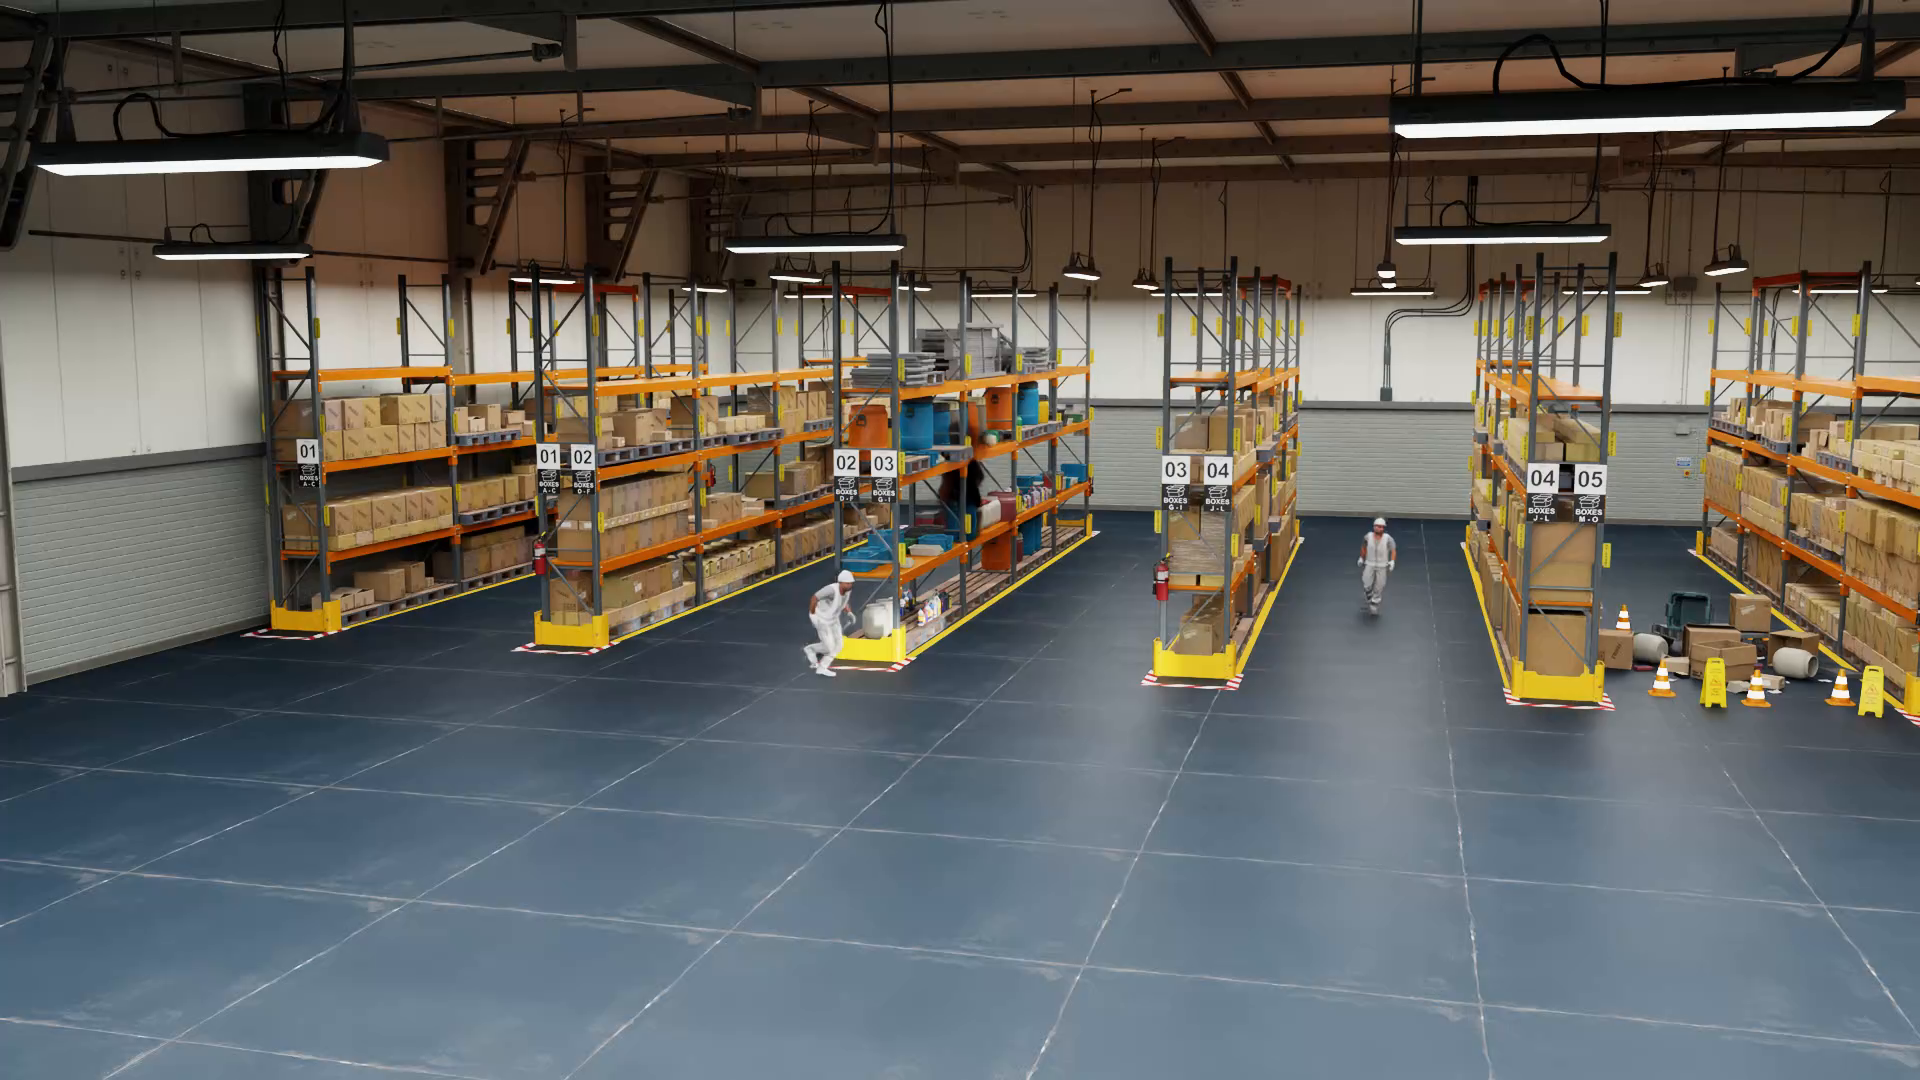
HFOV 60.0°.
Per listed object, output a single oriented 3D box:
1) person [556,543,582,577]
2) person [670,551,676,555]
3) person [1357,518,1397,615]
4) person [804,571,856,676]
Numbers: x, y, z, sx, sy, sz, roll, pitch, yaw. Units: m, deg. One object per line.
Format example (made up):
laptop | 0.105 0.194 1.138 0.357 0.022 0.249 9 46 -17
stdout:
person | -6.934 0.436 29.829 0.576 1.619 0.720 0 7 4
person | -6.020 -0.105 34.165 0.457 1.606 0.788 1 7 10
person | 7.238 0.473 28.922 0.683 1.732 0.762 2 8 17
person | -1.900 1.199 23.961 0.940 1.581 0.703 5 9 36
